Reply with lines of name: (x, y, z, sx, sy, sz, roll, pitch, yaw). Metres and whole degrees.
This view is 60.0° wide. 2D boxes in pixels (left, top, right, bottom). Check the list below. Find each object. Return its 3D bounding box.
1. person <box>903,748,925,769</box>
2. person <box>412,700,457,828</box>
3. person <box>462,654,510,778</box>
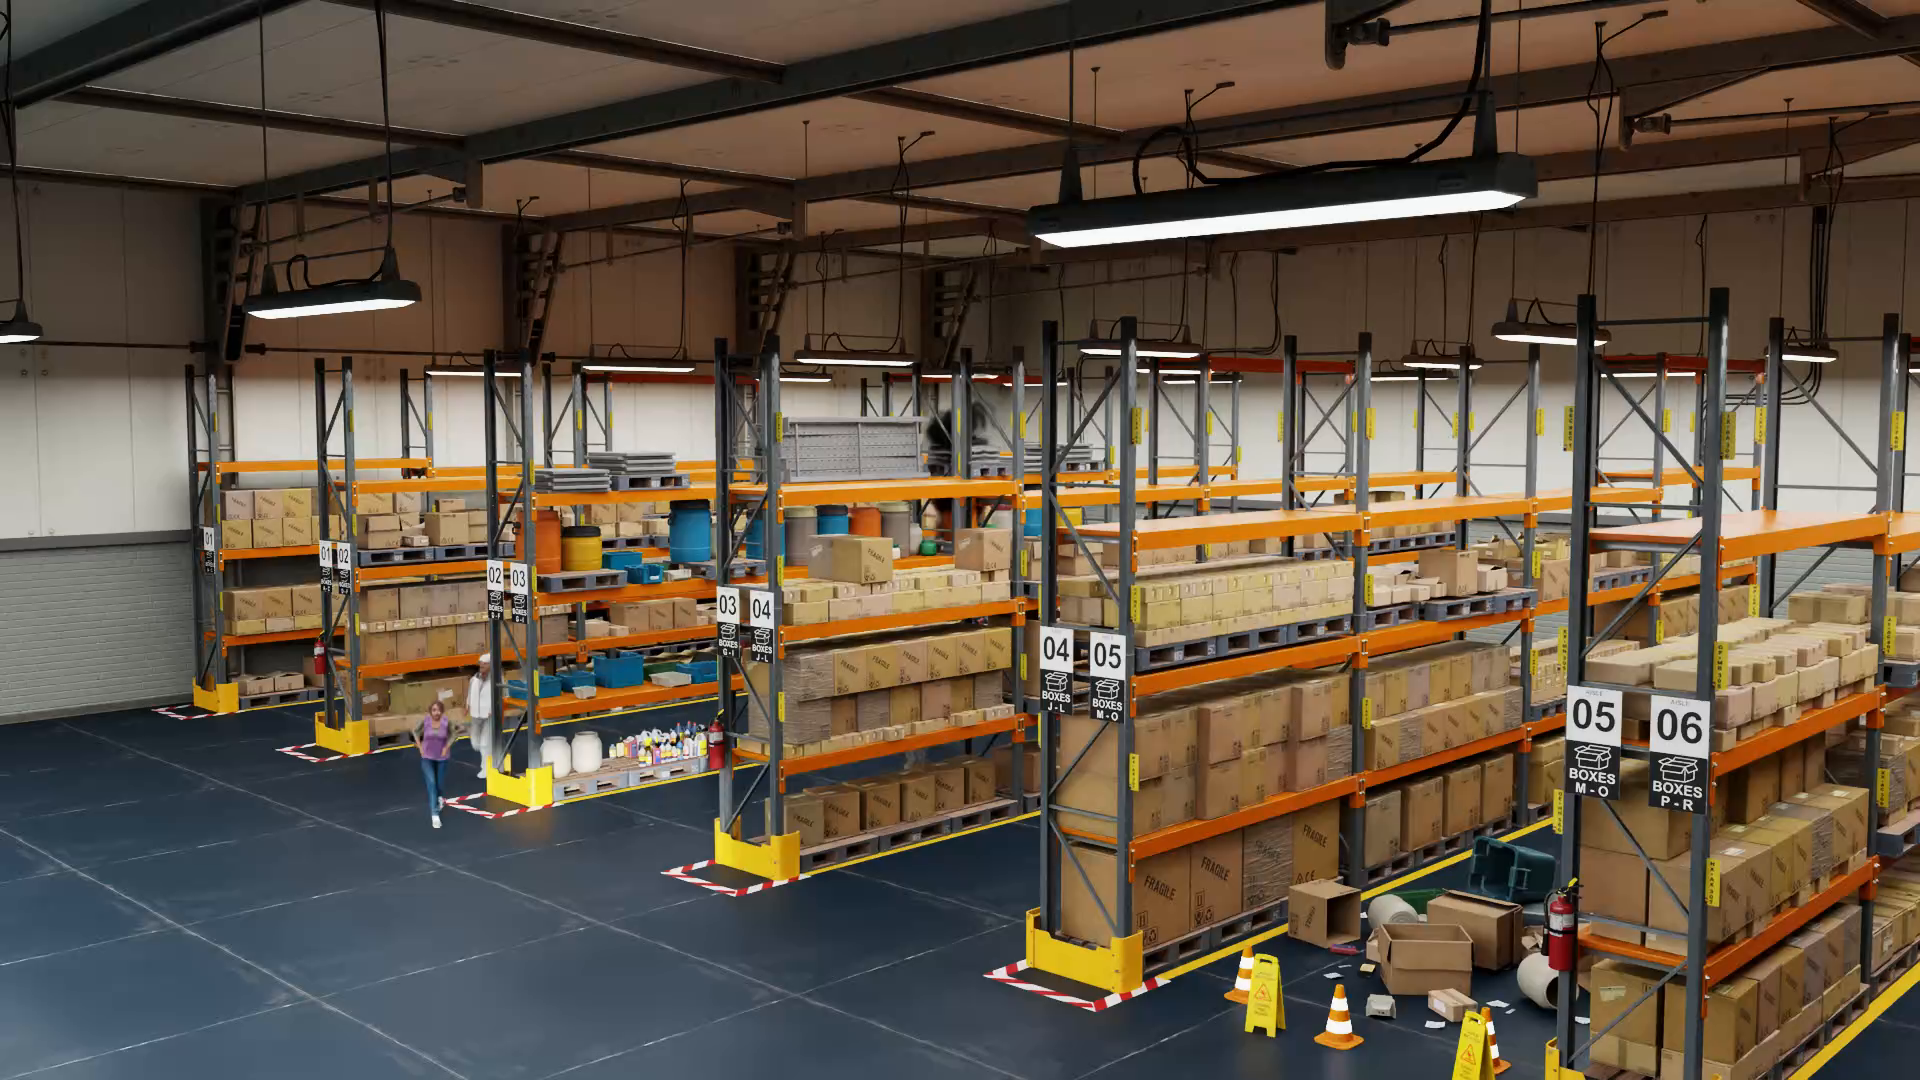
person: (-0.735, 2.515, 23.896, 0.601, 1.632, 0.648, 2, 5, 29)
person: (-6.640, 2.763, 21.041, 0.537, 1.570, 0.946, -1, 5, -17)
person: (-6.743, 2.491, 23.750, 0.664, 1.732, 0.625, 1, 4, 13)
